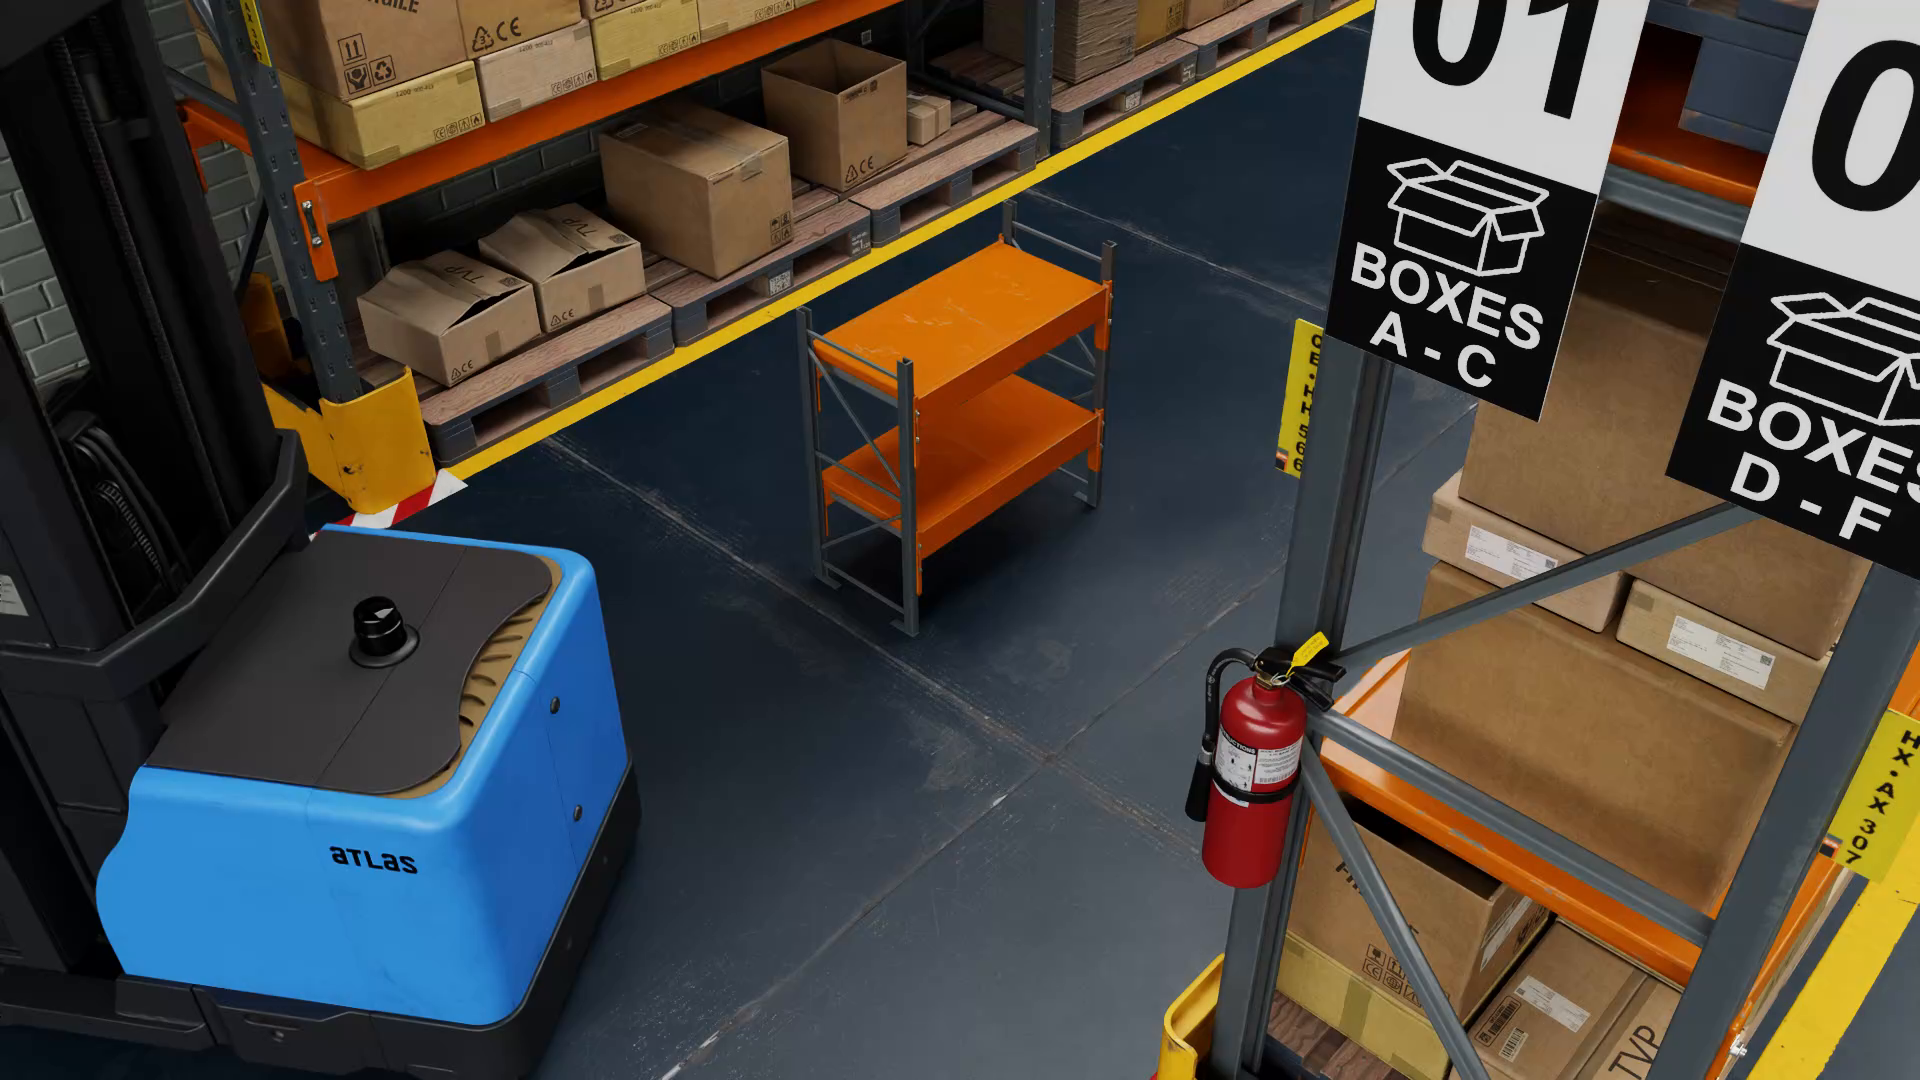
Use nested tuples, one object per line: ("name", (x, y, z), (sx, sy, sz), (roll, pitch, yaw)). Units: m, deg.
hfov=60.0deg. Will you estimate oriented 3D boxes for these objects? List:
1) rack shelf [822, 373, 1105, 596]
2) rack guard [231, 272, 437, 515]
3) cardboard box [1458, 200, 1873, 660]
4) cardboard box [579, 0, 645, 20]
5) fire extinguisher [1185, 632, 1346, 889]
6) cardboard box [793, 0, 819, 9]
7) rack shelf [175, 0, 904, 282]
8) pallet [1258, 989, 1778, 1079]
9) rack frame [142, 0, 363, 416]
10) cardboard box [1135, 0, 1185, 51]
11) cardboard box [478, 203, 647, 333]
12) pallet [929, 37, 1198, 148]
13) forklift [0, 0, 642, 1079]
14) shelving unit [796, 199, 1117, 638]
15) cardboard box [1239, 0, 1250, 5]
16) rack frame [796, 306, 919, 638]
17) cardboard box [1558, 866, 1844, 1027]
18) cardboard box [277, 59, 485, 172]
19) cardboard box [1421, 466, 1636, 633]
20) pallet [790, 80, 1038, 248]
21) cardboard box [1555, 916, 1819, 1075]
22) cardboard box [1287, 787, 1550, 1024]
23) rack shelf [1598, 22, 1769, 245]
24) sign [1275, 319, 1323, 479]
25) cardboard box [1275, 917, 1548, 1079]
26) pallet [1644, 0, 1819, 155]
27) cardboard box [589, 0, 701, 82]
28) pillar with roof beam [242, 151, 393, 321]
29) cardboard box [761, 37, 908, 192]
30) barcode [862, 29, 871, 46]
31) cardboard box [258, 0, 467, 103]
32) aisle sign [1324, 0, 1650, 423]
("rack shelf", (0.005, -0.252, 6.056), (0.538, 0.278, 1.000), (30, 47, 32))
("rack guard", (-2.581, -0.600, 6.603), (1.175, 0.500, 0.348), (30, 47, 32))
("cardboard box", (1.387, -0.246, 3.026), (0.700, 0.500, 0.500), (30, 47, 32))
("cardboard box", (-1.395, -2.337, 6.281), (0.500, 0.500, 0.500), (28, 46, 31))
("fire extinguisher", (0.604, 0.424, 3.369), (0.296, 0.674, 0.183), (30, 47, 32))
("cardboard box", (-0.700, -2.523, 7.117), (0.500, 0.250, 0.500), (29, 47, 32))
("rack shelf", (-1.283, -2.181, 7.161), (1.077, 0.370, 4.000), (30, 47, 32))
("pallet", (1.511, 1.257, 4.499), (1.003, 0.211, 1.213), (30, 47, 32))
("rack frame", (-2.633, -1.544, 5.781), (1.000, 3.000, 0.127), (30, 47, 32))
("cardboard box", (0.862, -3.179, 9.492), (0.700, 0.500, 0.500), (29, 47, 31))
("cardboard box", (-1.715, -1.205, 7.163), (0.500, 0.311, 0.500), (-30, 47, -32))
("pallet", (0.590, -2.648, 9.411), (1.003, 0.211, 1.213), (30, 47, 32))
("forklift", (-2.535, -0.134, 4.064), (3.031, 2.935, 1.130), (6, 39, 7))
("shelving unit", (0.005, -0.443, 5.904), (0.538, 1.125, 1.048), (30, 47, 32))
("cardboard box", (1.570, -3.632, 10.063), (0.700, 0.500, 0.500), (29, 47, 32))
("rack frame", (-0.338, -0.210, 5.610), (0.500, 1.125, 0.032), (30, 47, 32))
("cardboard box", (1.888, 0.770, 4.141), (0.500, 0.500, 0.500), (30, 47, 32))
("cardboard box", (-2.069, -1.584, 5.936), (0.500, 0.250, 0.500), (28, 46, 31))
("cardboard box", (1.144, -0.014, 3.256), (0.380, 0.149, 0.250), (29, 47, 31))
("pallet", (-0.361, -1.966, 8.553), (1.003, 0.211, 1.213), (30, 47, 32))
("cardboard box", (1.887, 1.062, 4.376), (0.500, 0.250, 0.500), (30, 47, 32))
("cardboard box", (1.169, 0.782, 4.126), (0.500, 0.500, 0.500), (30, 47, 32))
("rack shelf", (2.376, -1.277, 3.613), (1.077, 0.370, 4.000), (30, 47, 32))
("sign", (0.635, -0.245, 3.028), (0.100, 0.325, 0.005), (30, 47, 32))
("cardboard box", (1.170, 1.076, 4.358), (0.500, 0.250, 0.500), (30, 47, 32))
("pallet", (1.523, -0.919, 2.656), (1.003, 0.211, 1.213), (30, 47, 32))
("cardboard box", (-1.381, -2.060, 6.535), (0.500, 0.250, 0.500), (29, 47, 31))
("pillar with roof beam", (0.379, -2.769, 2.502), (9.100, 9.000, 0.400), (30, 47, 32))
("cardboard box", (-0.605, -2.081, 8.112), (0.500, 0.500, 0.500), (26, 45, 29))
("barcode", (-0.476, -2.553, 8.448), (0.001, 0.075, 0.075), (30, 47, 32))
("cardboard box", (-2.089, -1.879, 5.705), (0.500, 0.500, 0.500), (30, 47, 32))
("aisle sign", (0.765, -0.576, 2.476), (0.394, 0.787, 0.004), (30, 47, 32))
